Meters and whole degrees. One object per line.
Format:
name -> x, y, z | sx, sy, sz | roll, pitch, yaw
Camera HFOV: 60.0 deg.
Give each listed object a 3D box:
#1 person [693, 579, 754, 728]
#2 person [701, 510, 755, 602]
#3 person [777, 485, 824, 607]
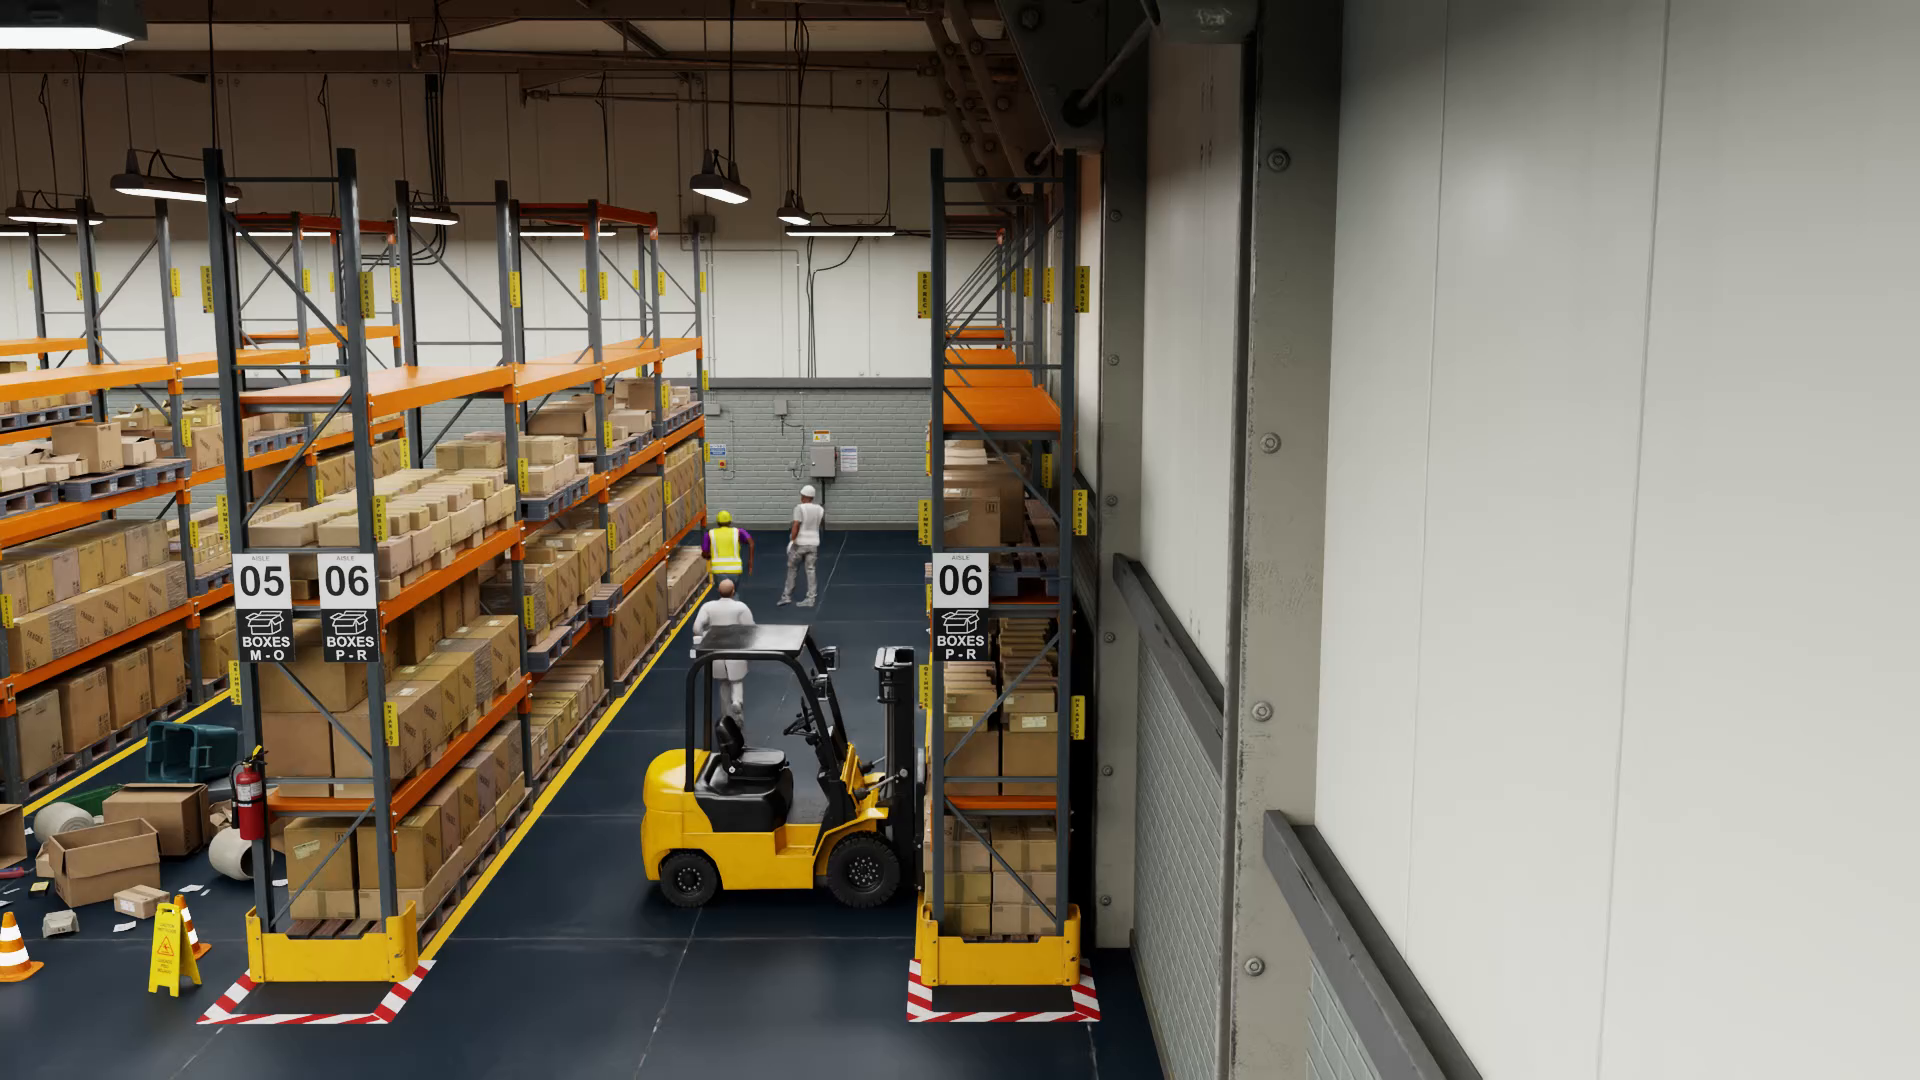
person -> -2.653, 1.323, 18.800 | 0.711, 1.756, 0.727 | 0, 9, 1
person -> -3.157, 0.452, 22.557 | 0.674, 1.696, 0.715 | -3, 10, -19
person -> -2.294, 0.108, 24.357 | 0.672, 1.809, 0.731 | -6, 11, -31
